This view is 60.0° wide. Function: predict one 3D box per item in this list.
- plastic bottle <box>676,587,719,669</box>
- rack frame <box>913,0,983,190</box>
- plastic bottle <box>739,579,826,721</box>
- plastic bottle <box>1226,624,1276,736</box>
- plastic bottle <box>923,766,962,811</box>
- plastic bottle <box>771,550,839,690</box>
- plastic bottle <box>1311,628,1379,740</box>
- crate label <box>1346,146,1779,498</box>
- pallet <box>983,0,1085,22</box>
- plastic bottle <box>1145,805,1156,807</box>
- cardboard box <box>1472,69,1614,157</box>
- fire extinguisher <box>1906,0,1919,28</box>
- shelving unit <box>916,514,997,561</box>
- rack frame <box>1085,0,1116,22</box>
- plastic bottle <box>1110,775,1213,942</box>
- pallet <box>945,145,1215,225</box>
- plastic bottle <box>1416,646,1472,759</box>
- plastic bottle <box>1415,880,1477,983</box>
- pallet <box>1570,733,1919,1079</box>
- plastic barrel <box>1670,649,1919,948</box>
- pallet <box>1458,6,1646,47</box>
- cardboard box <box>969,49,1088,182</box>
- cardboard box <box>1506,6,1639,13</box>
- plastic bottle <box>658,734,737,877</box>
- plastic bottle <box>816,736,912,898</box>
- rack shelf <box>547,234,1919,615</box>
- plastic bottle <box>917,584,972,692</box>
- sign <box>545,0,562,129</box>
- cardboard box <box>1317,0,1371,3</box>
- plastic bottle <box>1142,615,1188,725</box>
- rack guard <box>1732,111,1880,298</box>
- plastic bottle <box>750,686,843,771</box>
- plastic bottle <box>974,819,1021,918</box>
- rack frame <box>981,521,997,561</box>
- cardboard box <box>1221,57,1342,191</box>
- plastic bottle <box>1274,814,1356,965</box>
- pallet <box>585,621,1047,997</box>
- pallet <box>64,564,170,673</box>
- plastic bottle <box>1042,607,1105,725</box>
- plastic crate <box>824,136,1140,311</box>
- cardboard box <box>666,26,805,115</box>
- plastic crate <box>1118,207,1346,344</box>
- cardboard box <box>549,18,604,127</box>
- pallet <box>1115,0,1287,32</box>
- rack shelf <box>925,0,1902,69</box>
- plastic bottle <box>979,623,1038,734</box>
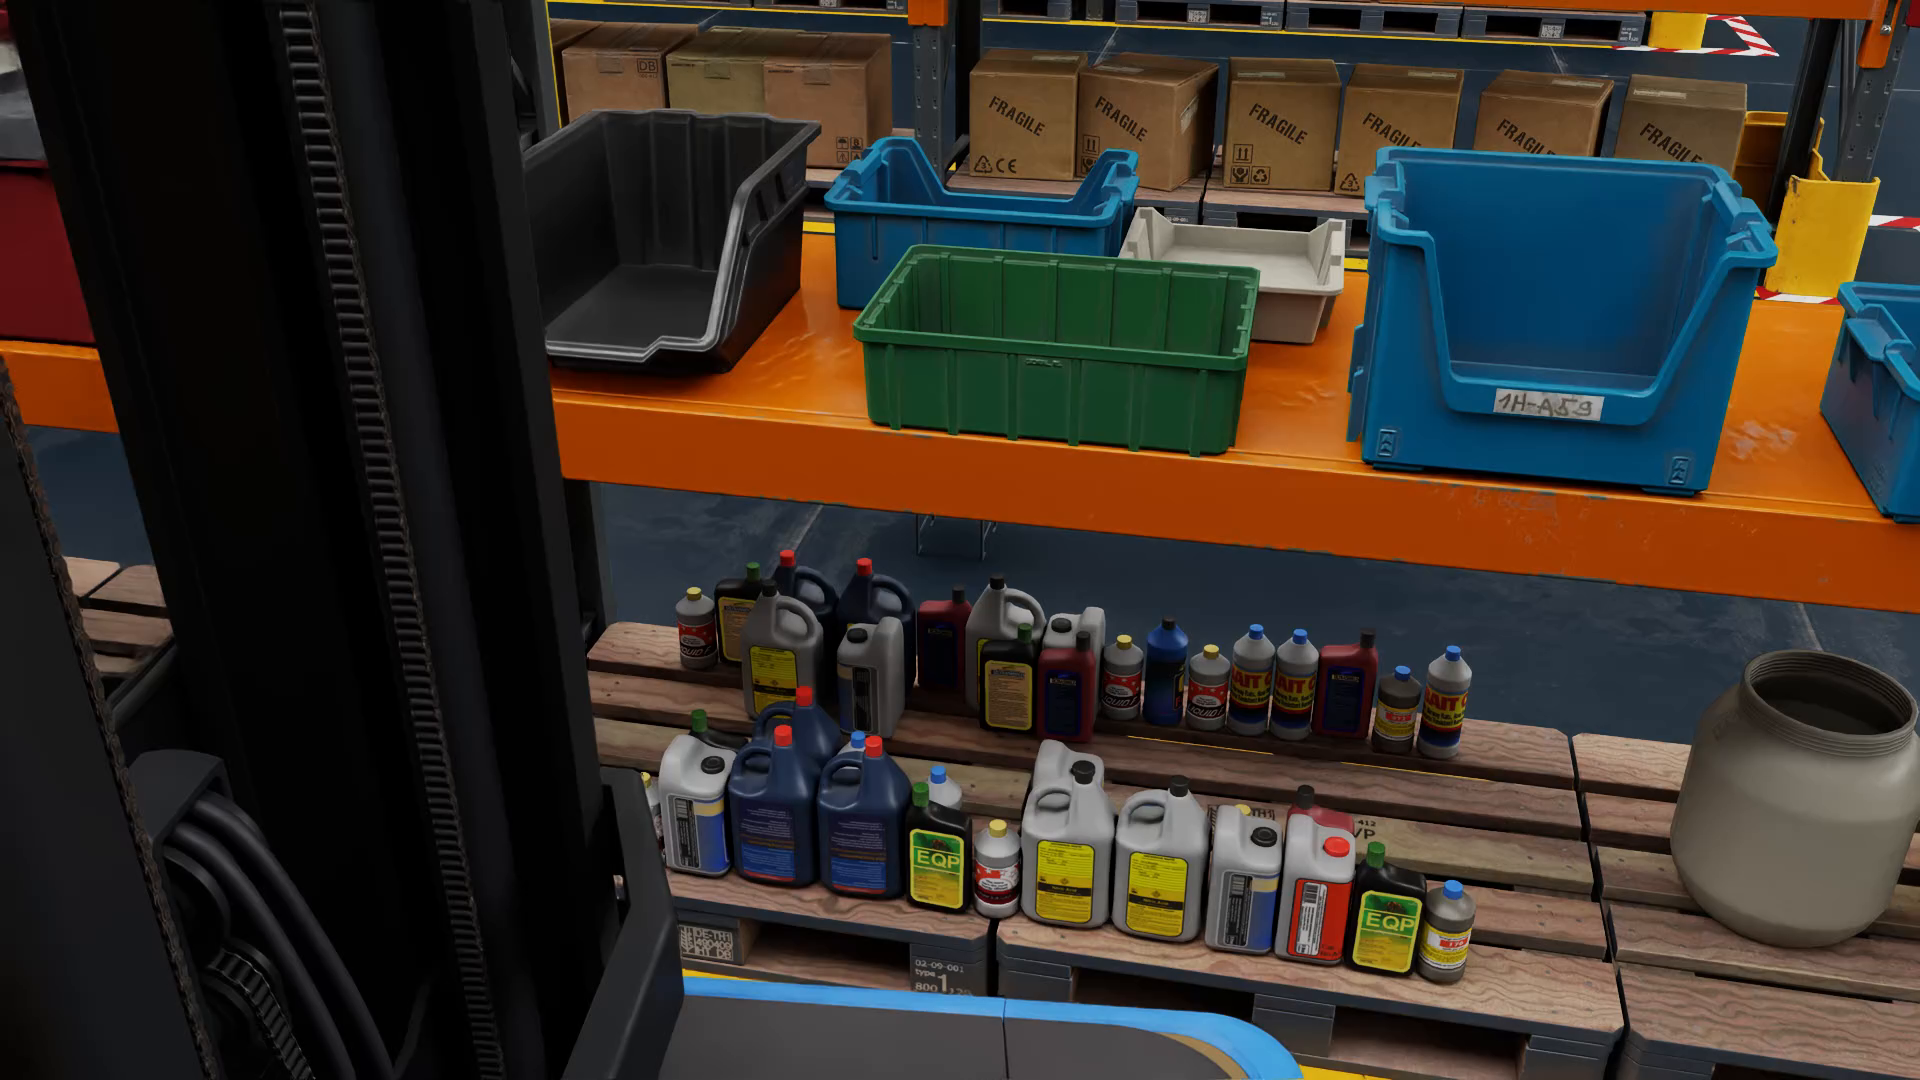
[{"bbox_3d":[-0.663,0.215,4.190,0.097,0.201,0.097,0,29,0],"label":"plastic bottle"},{"bbox_3d":[-0.049,-3.036,7.672,0.127,3.000,1.000,6,29,11],"label":"rack frame"},{"bbox_3d":[-0.423,0.256,3.959,0.185,0.351,0.144,6,29,11],"label":"plastic bottle"},{"bbox_3d":[0.688,0.322,3.921,0.097,0.271,0.097,0,29,0],"label":"plastic bottle"},{"bbox_3d":[-0.044,0.586,3.440,0.097,0.271,0.097,0,29,0],"label":"plastic bottle"},{"bbox_3d":[-0.393,0.188,4.083,0.185,0.351,0.144,5,29,9],"label":"plastic bottle"},{"bbox_3d":[0.903,0.330,3.894,0.133,0.283,0.061,6,29,11],"label":"plastic bottle"},{"bbox_3d":[0.972,-0.382,2.787,0.616,0.435,0.502,6,29,11],"label":"crate label"},{"bbox_3d":[0.316,-4.174,12.655,1.213,0.211,1.003,6,29,11],"label":"pallet"},{"bbox_3d":[0.384,0.619,3.451,0.097,0.201,0.097,0,29,0],"label":"plastic bottle"},{"bbox_3d":[2.664,-1.837,7.648,0.500,0.500,0.500,14,32,24],"label":"cardboard box"},{"bbox_3d":[3.879,-2.373,6.542,0.183,0.674,0.296,6,29,11],"label":"fire extinguisher"},{"bbox_3d":[-0.008,-0.396,5.035,0.210,0.900,0.258,6,29,11],"label":"shelving unit"},{"bbox_3d":[1.086,-5.355,11.908,0.127,3.000,1.000,6,29,11],"label":"rack frame"},{"bbox_3d":[0.402,0.615,3.303,0.185,0.351,0.144,7,29,13],"label":"plastic bottle"},{"bbox_3d":[0.615,-1.762,8.249,1.213,0.211,1.003,6,29,11],"label":"pallet"},{"bbox_3d":[1.121,0.367,3.840,0.097,0.271,0.097,0,29,0],"label":"plastic bottle"},{"bbox_3d":[0.941,0.747,3.217,0.097,0.201,0.097,0,29,0],"label":"plastic bottle"},{"bbox_3d":[1.951,0.845,3.487,1.213,0.211,1.003,6,29,11],"label":"pallet"},{"bbox_3d":[1.679,0.518,3.334,0.421,0.512,0.421,0,29,0],"label":"plastic barrel"},{"bbox_3d":[4.199,-3.774,11.925,1.213,0.211,1.003,6,29,11],"label":"pallet"},{"bbox_3d":[0.334,-2.065,8.064,0.500,0.500,0.500,5,29,9],"label":"cardboard box"},{"bbox_3d":[4.321,-4.243,11.652,0.875,0.875,0.875,6,29,11],"label":"cardboard box"},{"bbox_3d":[-0.541,0.549,3.502,0.135,0.276,0.152,7,29,12],"label":"plastic bottle"},{"bbox_3d":[-0.196,0.554,3.415,0.185,0.351,0.144,5,29,8],"label":"plastic bottle"},{"bbox_3d":[0.873,-0.194,3.230,4.000,0.370,1.077,6,29,11],"label":"rack shelf"},{"bbox_3d":[-0.037,0.234,4.070,0.133,0.283,0.061,8,30,14],"label":"plastic bottle"},{"bbox_3d":[-0.957,-1.089,3.827,0.005,0.325,0.100,6,29,11],"label":"sign"},{"bbox_3d":[2.569,-4.423,11.980,0.875,0.875,0.875,6,29,11],"label":"cardboard box"},{"bbox_3d":[0.490,0.302,3.958,0.097,0.271,0.097,0,29,0],"label":"plastic bottle"},{"bbox_3d":[3.789,-1.546,7.553,0.348,0.500,1.175,6,29,11],"label":"rack guard"},{"bbox_3d":[-0.350,0.467,3.574,0.185,0.351,0.144,6,29,11],"label":"plastic bottle"},{"bbox_3d":[0.076,0.659,3.379,0.097,0.201,0.097,0,29,0],"label":"plastic bottle"},{"bbox_3d":[0.091,-0.385,5.017,0.006,0.900,0.240,6,29,11],"label":"rack frame"},{"bbox_3d":[1.519,-1.986,7.919,0.500,0.500,0.500,3,29,6],"label":"cardboard box"},{"bbox_3d":[0.700,0.676,3.269,0.135,0.276,0.152,6,29,11],"label":"plastic bottle"},{"bbox_3d":[-0.435,0.600,3.934,1.213,0.211,1.003,6,29,11],"label":"pallet"},{"bbox_3d":[-1.859,0.453,4.203,1.213,0.211,1.003,6,29,11],"label":"pallet"},{"bbox_3d":[0.269,0.291,3.973,0.135,0.276,0.152,6,29,11],"label":"plastic bottle"},{"bbox_3d":[0.056,-0.661,3.489,0.616,0.251,0.499,6,29,11],"label":"plastic crate"},{"bbox_3d":[-1.107,-2.261,8.401,0.500,0.500,0.700,6,29,10],"label":"cardboard box"},{"bbox_3d":[0.558,-0.550,3.406,0.437,0.136,0.530,6,29,11],"label":"plastic crate"},{"bbox_3d":[-2.200,-2.373,8.605,0.500,0.500,0.700,8,30,15],"label":"cardboard box"},{"bbox_3d":[1.813,-4.019,12.371,1.213,0.211,1.003,6,29,11],"label":"pallet"},{"bbox_3d":[1.907,-2.520,7.478,4.000,0.370,1.077,6,29,11],"label":"rack shelf"},{"bbox_3d":[0.114,0.320,3.912,0.133,0.283,0.061,6,29,11],"label":"plastic bottle"}]
